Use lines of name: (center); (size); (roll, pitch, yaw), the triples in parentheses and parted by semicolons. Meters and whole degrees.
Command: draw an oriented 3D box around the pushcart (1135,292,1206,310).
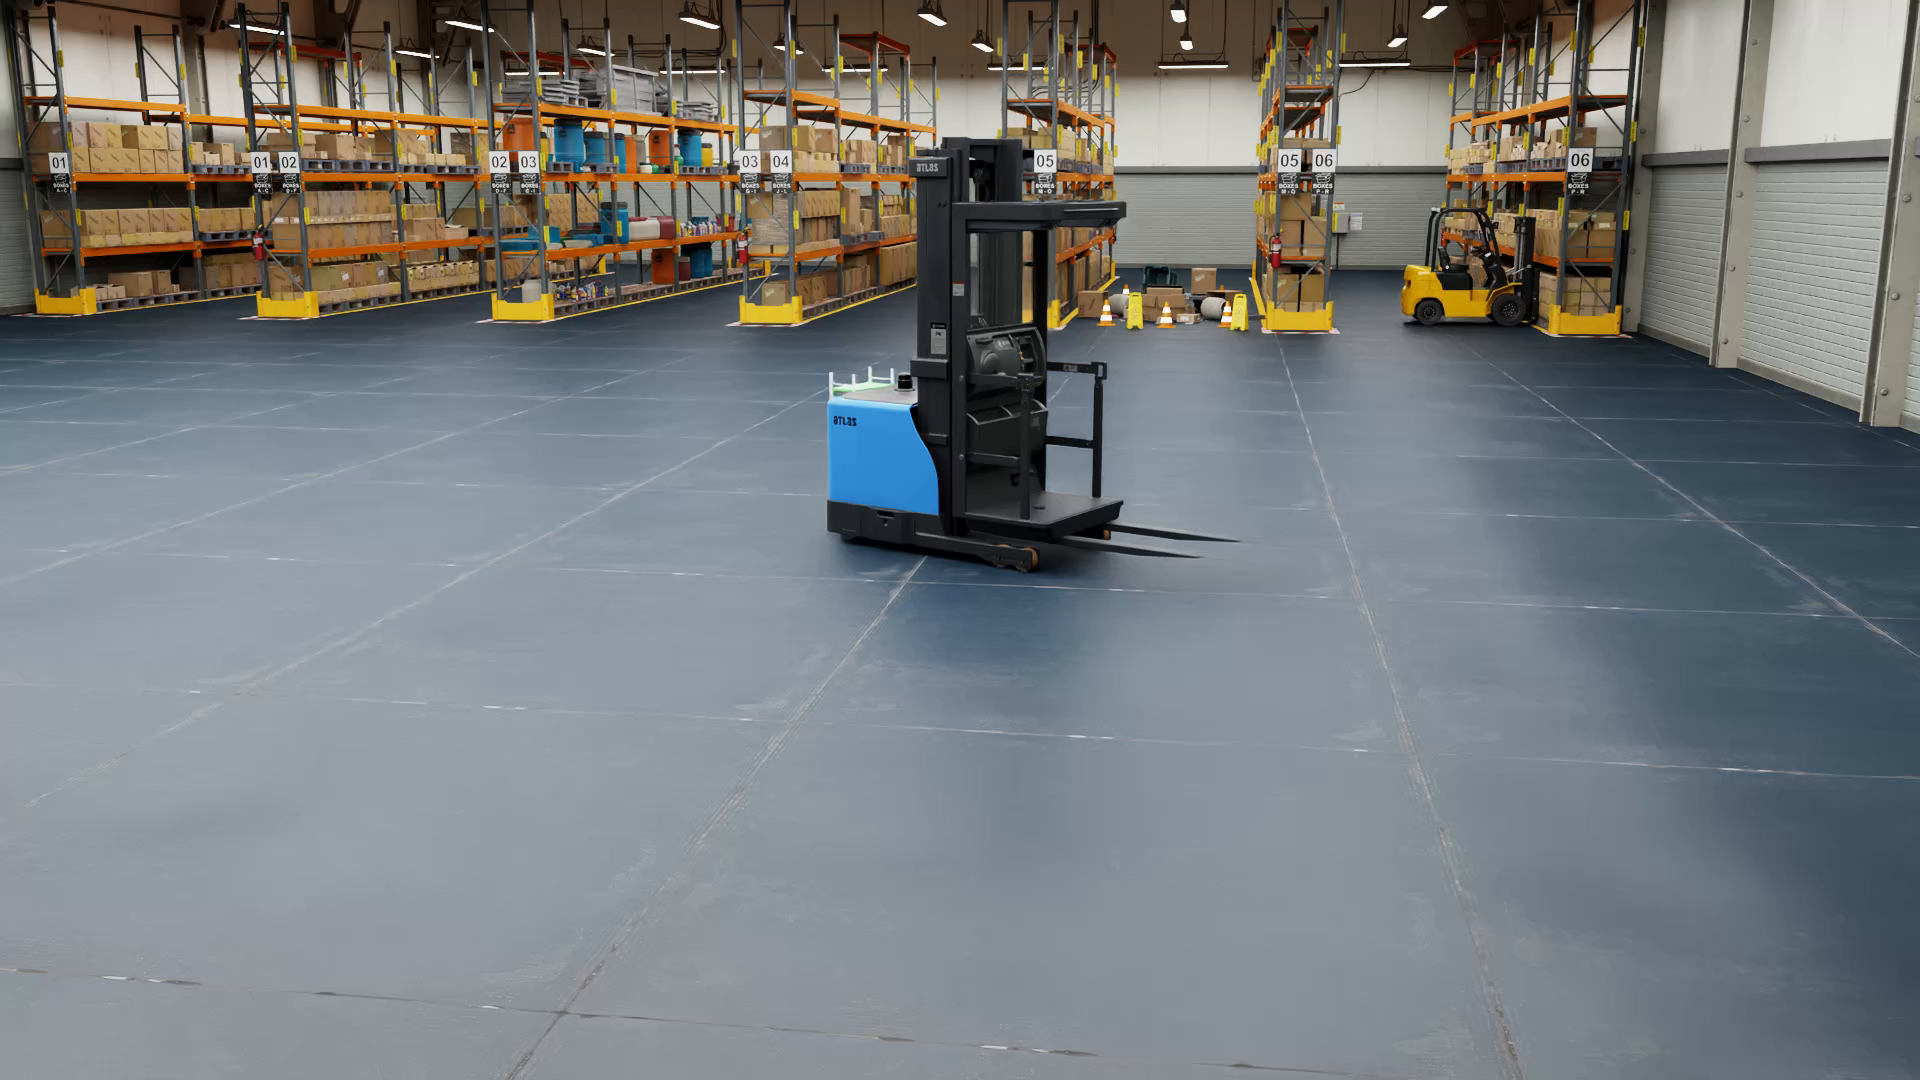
pushcart: (4.523, -4.912, 34.390); (1.648, 0.377, 0.936); (-2, 12, -11)

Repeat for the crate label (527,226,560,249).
crate label: (-8.502, -6.189, 34.005); (0.502, 0.435, 0.616); (2, 12, 9)

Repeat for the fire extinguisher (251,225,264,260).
fire extinguisher: (-13.888, -5.893, 32.903); (0.296, 0.674, 0.183); (2, 12, 9)

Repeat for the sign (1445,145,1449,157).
sign: (12.999, -10.380, 44.341); (0.100, 0.325, 0.005); (2, 12, 9)

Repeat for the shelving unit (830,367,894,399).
shelving unit: (-0.759, -0.726, 13.013); (0.258, 1.200, 0.503); (8, 15, 34)

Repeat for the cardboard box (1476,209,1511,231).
cardboard box: (12.373, -7.405, 38.490); (0.797, 0.503, 0.637); (2, 12, 7)

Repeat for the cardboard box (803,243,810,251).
cardboard box: (-3.170, -5.755, 32.675); (0.380, 0.149, 0.250); (2, 12, 9)

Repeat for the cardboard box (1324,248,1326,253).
cardboard box: (6.571, -5.345, 30.769); (0.380, 0.149, 0.250); (1, 12, 7)

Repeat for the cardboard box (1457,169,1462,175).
cardboard box: (12.891, -9.385, 42.398); (0.380, 0.149, 0.250); (2, 12, 10)

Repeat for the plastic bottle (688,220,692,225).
plastic bottle: (-7.052, -8.182, 43.457); (0.144, 0.351, 0.185); (2, 12, 9)

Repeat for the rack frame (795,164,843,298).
rack frame: (-3.008, -6.452, 35.310); (1.000, 3.000, 0.127); (2, 12, 9)

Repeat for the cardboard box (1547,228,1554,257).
cardboard box: (10.979, -5.405, 30.217); (0.500, 0.500, 0.500); (2, 12, 10)

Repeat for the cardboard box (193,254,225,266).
cardboard box: (-17.530, -6.538, 38.821); (0.500, 0.250, 0.500); (2, 12, 7)

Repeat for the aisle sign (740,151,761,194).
aisle sign: (-3.929, -6.887, 31.157); (0.394, 0.787, 0.004); (2, 12, 9)

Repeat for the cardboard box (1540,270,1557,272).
cardboard box: (11.151, -5.020, 31.822); (0.500, 0.250, 0.500); (2, 12, 11)

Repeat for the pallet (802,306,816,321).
pallet: (-3.452, -4.440, 32.592); (1.003, 0.211, 1.213); (2, 12, 9)

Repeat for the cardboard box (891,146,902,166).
cardboard box: (-1.857, -9.716, 42.104); (0.700, 0.500, 0.500); (2, 12, 10)

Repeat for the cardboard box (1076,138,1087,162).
cardboard box: (2.502, -8.501, 36.227); (0.500, 0.500, 0.500); (2, 12, 9)

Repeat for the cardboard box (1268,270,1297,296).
cardboard box: (6.196, -4.914, 31.926); (0.500, 0.500, 0.500); (2, 12, 7)

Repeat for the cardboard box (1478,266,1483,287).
cardboard box: (12.322, -6.094, 38.588); (0.500, 0.500, 0.500); (2, 12, 11)

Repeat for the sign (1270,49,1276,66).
sign: (6.235, -9.614, 33.150); (0.100, 0.325, 0.005); (2, 12, 9)

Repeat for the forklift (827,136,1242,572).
forklift: (0.507, -1.342, 11.761); (3.031, 2.935, 1.130); (8, 15, 34)

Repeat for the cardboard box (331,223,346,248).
cardboard box: (-13.169, -6.299, 34.364); (0.700, 0.500, 0.500); (2, 12, 9)

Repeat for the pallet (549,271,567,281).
pallet: (-11.459, -7.218, 45.487); (1.003, 0.211, 1.213); (2, 12, 9)

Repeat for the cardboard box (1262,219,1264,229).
cardboard box: (7.298, -7.350, 38.648); (0.500, 0.250, 0.500); (2, 12, 7)

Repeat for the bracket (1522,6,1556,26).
bracket: (13.104, -11.829, 37.478); (0.076, 0.066, 4.783); (2, 12, 9)

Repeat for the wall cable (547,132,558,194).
wall cable: (-14.623, -12.012, 54.239); (3.097, 2.526, 0.112); (2, 12, 9)

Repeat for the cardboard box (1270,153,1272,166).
cardboard box: (6.446, -7.586, 33.104); (0.500, 0.250, 0.500); (2, 12, 7)

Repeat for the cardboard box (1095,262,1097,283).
cardboard box: (3.080, -6.543, 40.670); (0.500, 0.500, 0.500); (2, 12, 7)

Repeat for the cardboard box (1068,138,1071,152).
cardboard box: (1.898, -7.742, 32.595); (0.500, 0.250, 0.500); (2, 12, 8)

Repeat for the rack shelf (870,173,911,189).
rack shelf: (-2.085, -8.815, 40.865); (1.077, 0.370, 4.000); (2, 12, 9)

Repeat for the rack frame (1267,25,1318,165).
rack frame: (7.399, -9.896, 37.051); (1.000, 3.000, 0.127); (2, 12, 9)

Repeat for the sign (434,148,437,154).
sign: (-12.717, -9.343, 40.379); (0.100, 0.325, 0.005); (2, 12, 9)

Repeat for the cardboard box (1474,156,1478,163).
cardboard box: (12.278, -8.919, 39.000); (0.380, 0.149, 0.250); (2, 12, 10)

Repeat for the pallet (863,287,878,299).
pallet: (-2.515, -5.758, 38.712); (1.003, 0.211, 1.213); (2, 12, 9)

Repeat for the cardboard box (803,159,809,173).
cardboard box: (-3.221, -7.211, 32.071); (0.500, 0.250, 0.500); (2, 12, 7)

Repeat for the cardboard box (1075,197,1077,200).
cardboard box: (2.182, -7.228, 36.304); (0.700, 0.500, 0.500); (2, 12, 8)

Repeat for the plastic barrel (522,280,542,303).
plastic barrel: (-8.492, -4.908, 33.056); (0.421, 0.512, 0.421); (0, 12, 0)

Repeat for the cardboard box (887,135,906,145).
cardboard box: (-1.627, -10.448, 43.484); (0.500, 0.250, 0.500); (1, 12, 5)

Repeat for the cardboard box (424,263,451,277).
cardboard box: (-12.251, -6.307, 38.836); (0.500, 0.311, 0.500); (2, 12, 10)

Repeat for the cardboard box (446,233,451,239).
cardboard box: (-12.321, -7.216, 39.452); (0.380, 0.149, 0.250); (3, 12, 13)

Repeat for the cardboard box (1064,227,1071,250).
cardboard box: (1.770, -6.151, 33.558); (0.875, 0.550, 0.550); (2, 12, 9)

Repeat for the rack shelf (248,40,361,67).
rack shelf: (-16.769, -12.388, 42.433); (1.077, 0.370, 4.000); (2, 12, 9)

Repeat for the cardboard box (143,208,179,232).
cardboard box: (-17.530, -7.024, 36.492); (0.500, 0.500, 0.500); (2, 12, 8)

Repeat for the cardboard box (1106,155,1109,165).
cardboard box: (3.591, -9.873, 43.234); (0.500, 0.250, 0.500); (2, 12, 10)

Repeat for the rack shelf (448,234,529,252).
rack shelf: (-11.873, -7.671, 42.674); (1.077, 0.370, 4.000); (2, 12, 9)

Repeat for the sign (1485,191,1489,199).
sign: (14.080, -9.167, 44.410); (0.100, 0.325, 0.005); (2, 12, 9)

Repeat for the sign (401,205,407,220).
sign: (-12.247, -7.218, 36.621); (0.100, 0.325, 0.005); (2, 12, 9)

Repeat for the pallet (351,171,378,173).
pallet: (-16.325, -10.191, 45.753); (1.003, 0.211, 1.213); (2, 12, 9)

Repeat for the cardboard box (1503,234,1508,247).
cardboard box: (11.759, -6.325, 35.080); (0.500, 0.250, 0.500); (2, 12, 10)

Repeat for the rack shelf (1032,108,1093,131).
rack shelf: (2.185, -9.072, 35.884); (1.077, 0.370, 4.000); (2, 12, 9)
